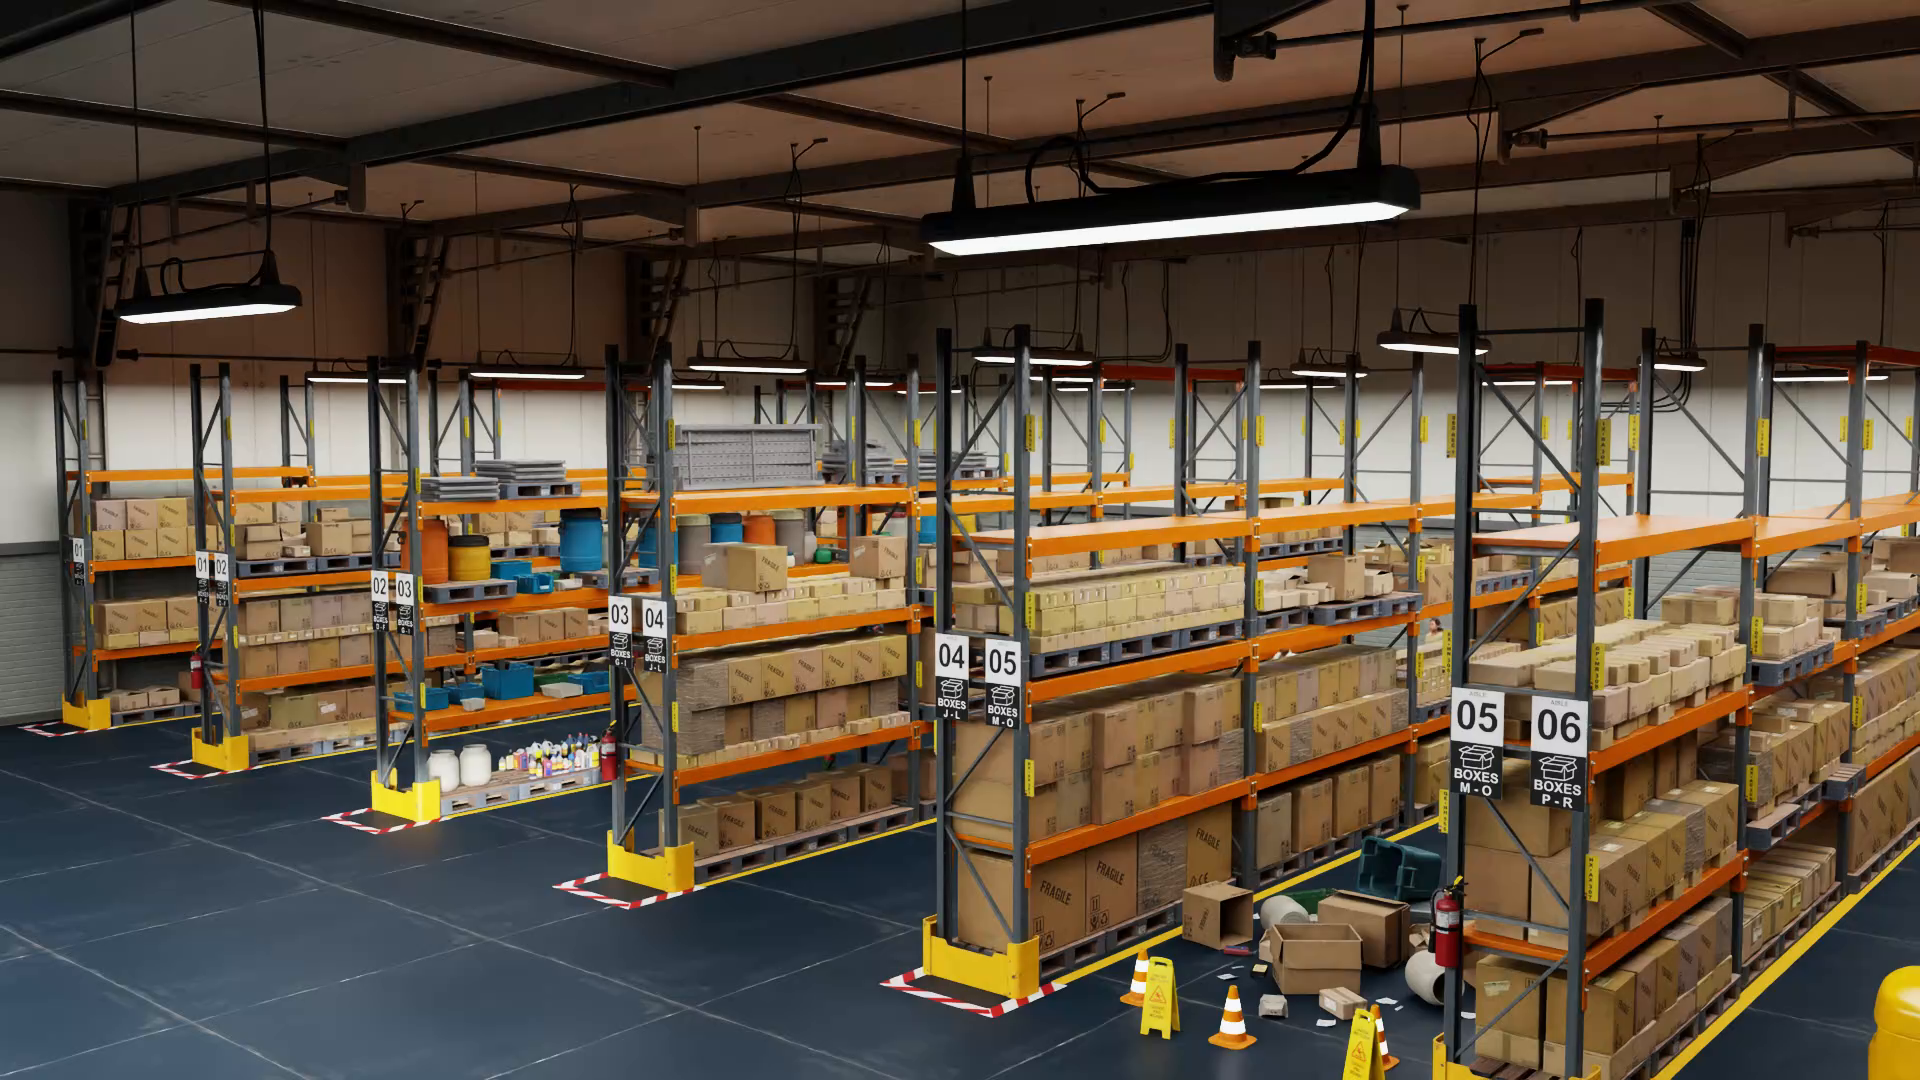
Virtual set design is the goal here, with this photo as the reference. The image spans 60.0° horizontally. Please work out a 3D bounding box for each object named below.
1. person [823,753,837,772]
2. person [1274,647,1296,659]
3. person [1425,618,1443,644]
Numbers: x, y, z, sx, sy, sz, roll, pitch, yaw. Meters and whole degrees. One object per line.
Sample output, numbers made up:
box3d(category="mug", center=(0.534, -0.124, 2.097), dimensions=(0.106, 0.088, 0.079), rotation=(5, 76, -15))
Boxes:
box3d(category="person", center=(-1.821, 2.556, 23.934), dimensions=(0.567, 1.808, 0.542), rotation=(2, 5, 29))
box3d(category="person", center=(5.050, 2.424, 25.937), dimensions=(0.658, 1.828, 0.651), rotation=(-3, 5, -35))
box3d(category="person", center=(8.453, 2.193, 29.667), dimensions=(0.433, 1.597, 1.068), rotation=(3, 5, 35))
